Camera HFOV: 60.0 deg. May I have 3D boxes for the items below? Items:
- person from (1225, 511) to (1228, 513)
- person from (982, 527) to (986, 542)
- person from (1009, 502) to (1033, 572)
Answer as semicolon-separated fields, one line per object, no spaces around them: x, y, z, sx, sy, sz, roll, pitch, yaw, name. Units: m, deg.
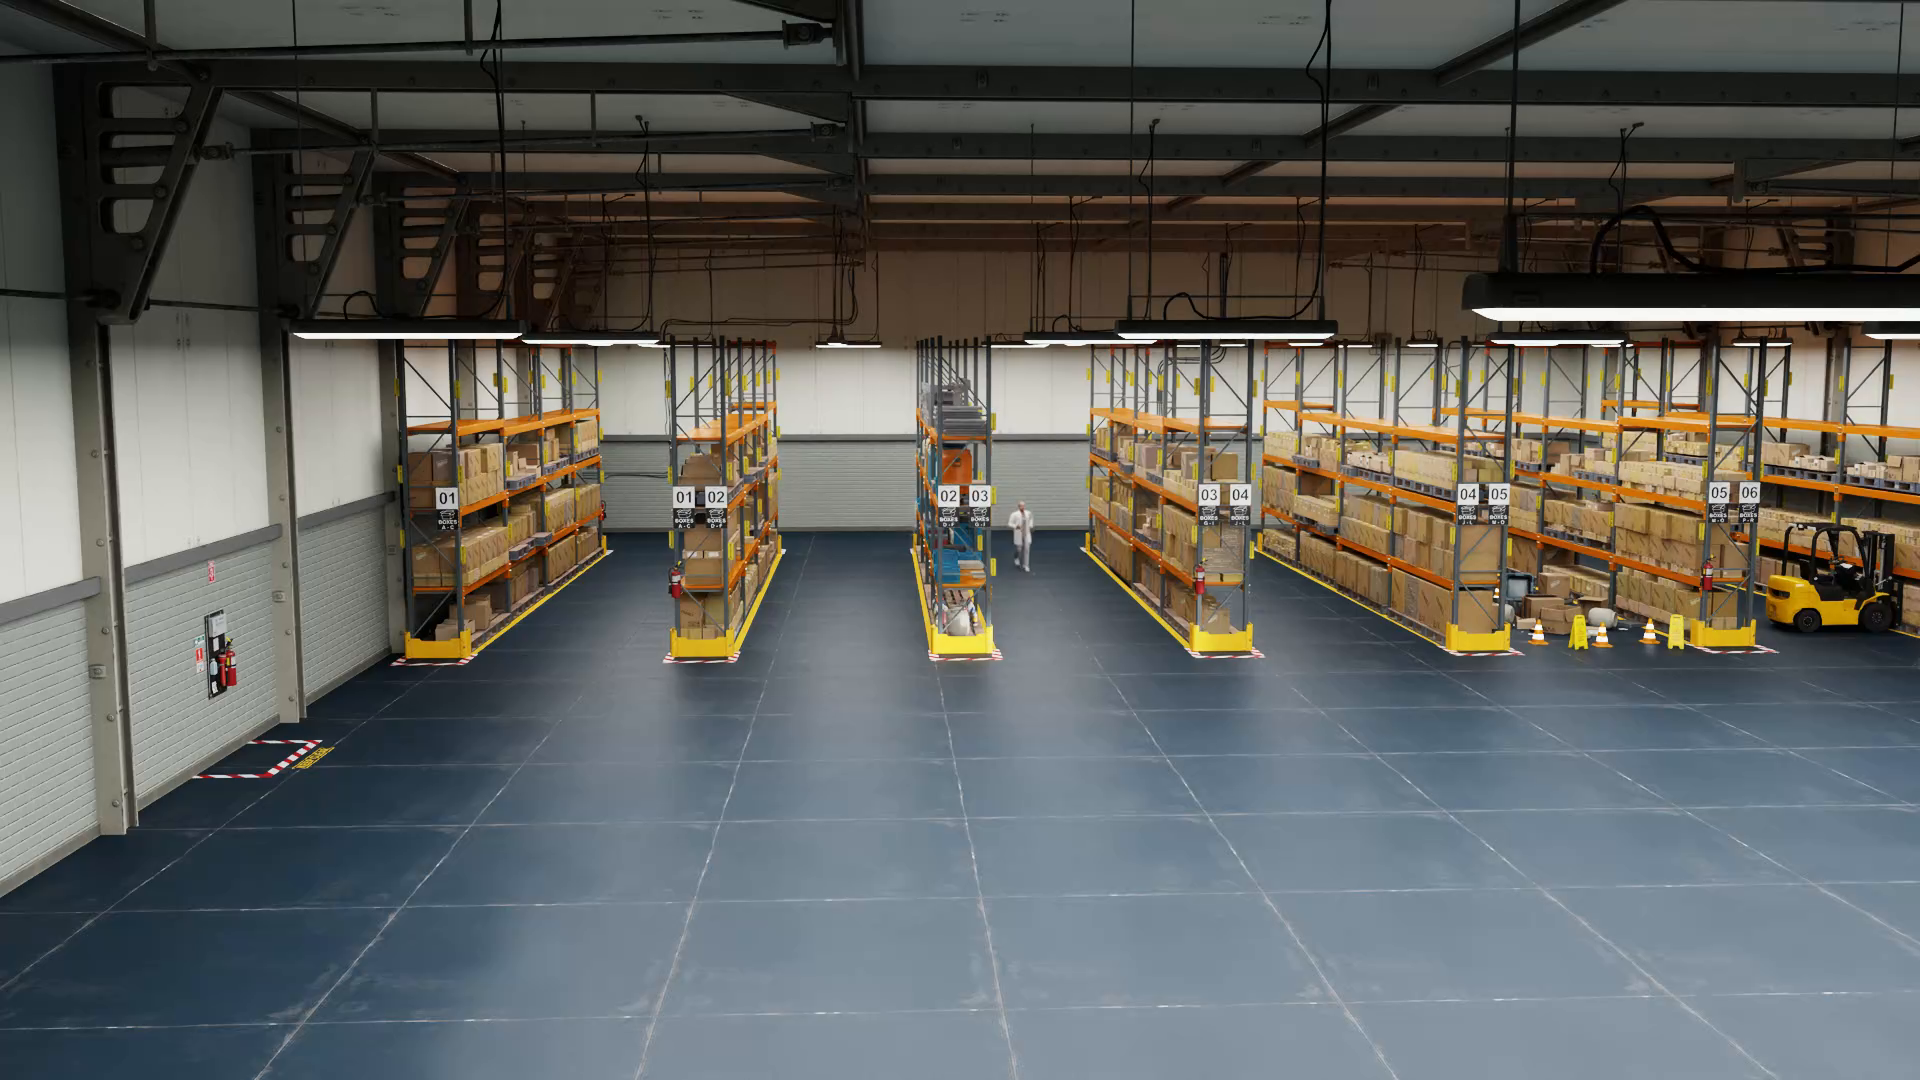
7.518;-0.557;48.329;0.994;1.563;0.741;-4;8;-30;person
0.534;-0.794;49.781;0.841;1.791;0.728;1;7;7;person
1.620;-0.111;43.581;0.710;1.790;1.043;-2;7;-13;person
